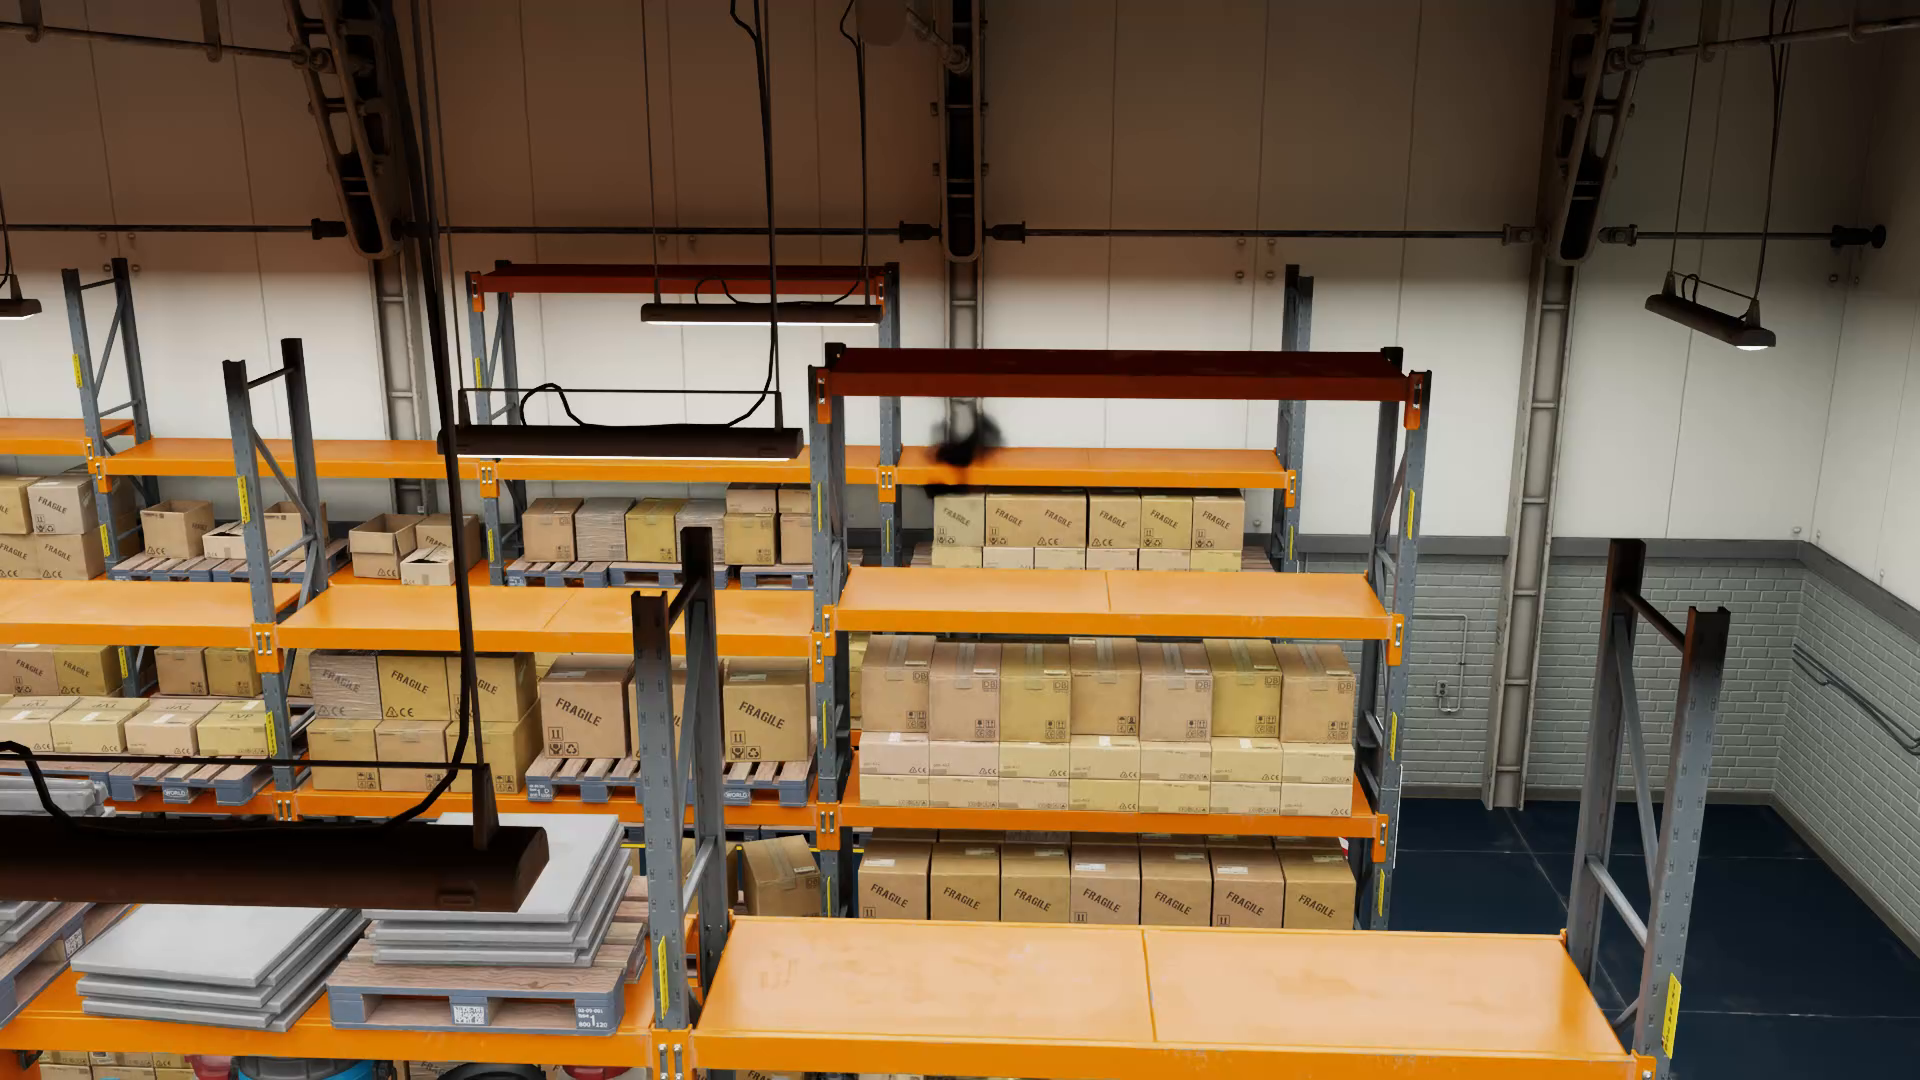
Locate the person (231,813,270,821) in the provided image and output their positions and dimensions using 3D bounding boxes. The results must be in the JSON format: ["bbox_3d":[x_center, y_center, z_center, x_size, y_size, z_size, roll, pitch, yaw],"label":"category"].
[{"bbox_3d":[-6.378,3.058,15.064,0.702,1.712,0.685,0,16,-1],"label":"person"}]

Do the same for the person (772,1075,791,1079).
[{"bbox_3d":[-1.188,4.266,10.880,0.685,1.706,0.579,-3,16,-11],"label":"person"}]
